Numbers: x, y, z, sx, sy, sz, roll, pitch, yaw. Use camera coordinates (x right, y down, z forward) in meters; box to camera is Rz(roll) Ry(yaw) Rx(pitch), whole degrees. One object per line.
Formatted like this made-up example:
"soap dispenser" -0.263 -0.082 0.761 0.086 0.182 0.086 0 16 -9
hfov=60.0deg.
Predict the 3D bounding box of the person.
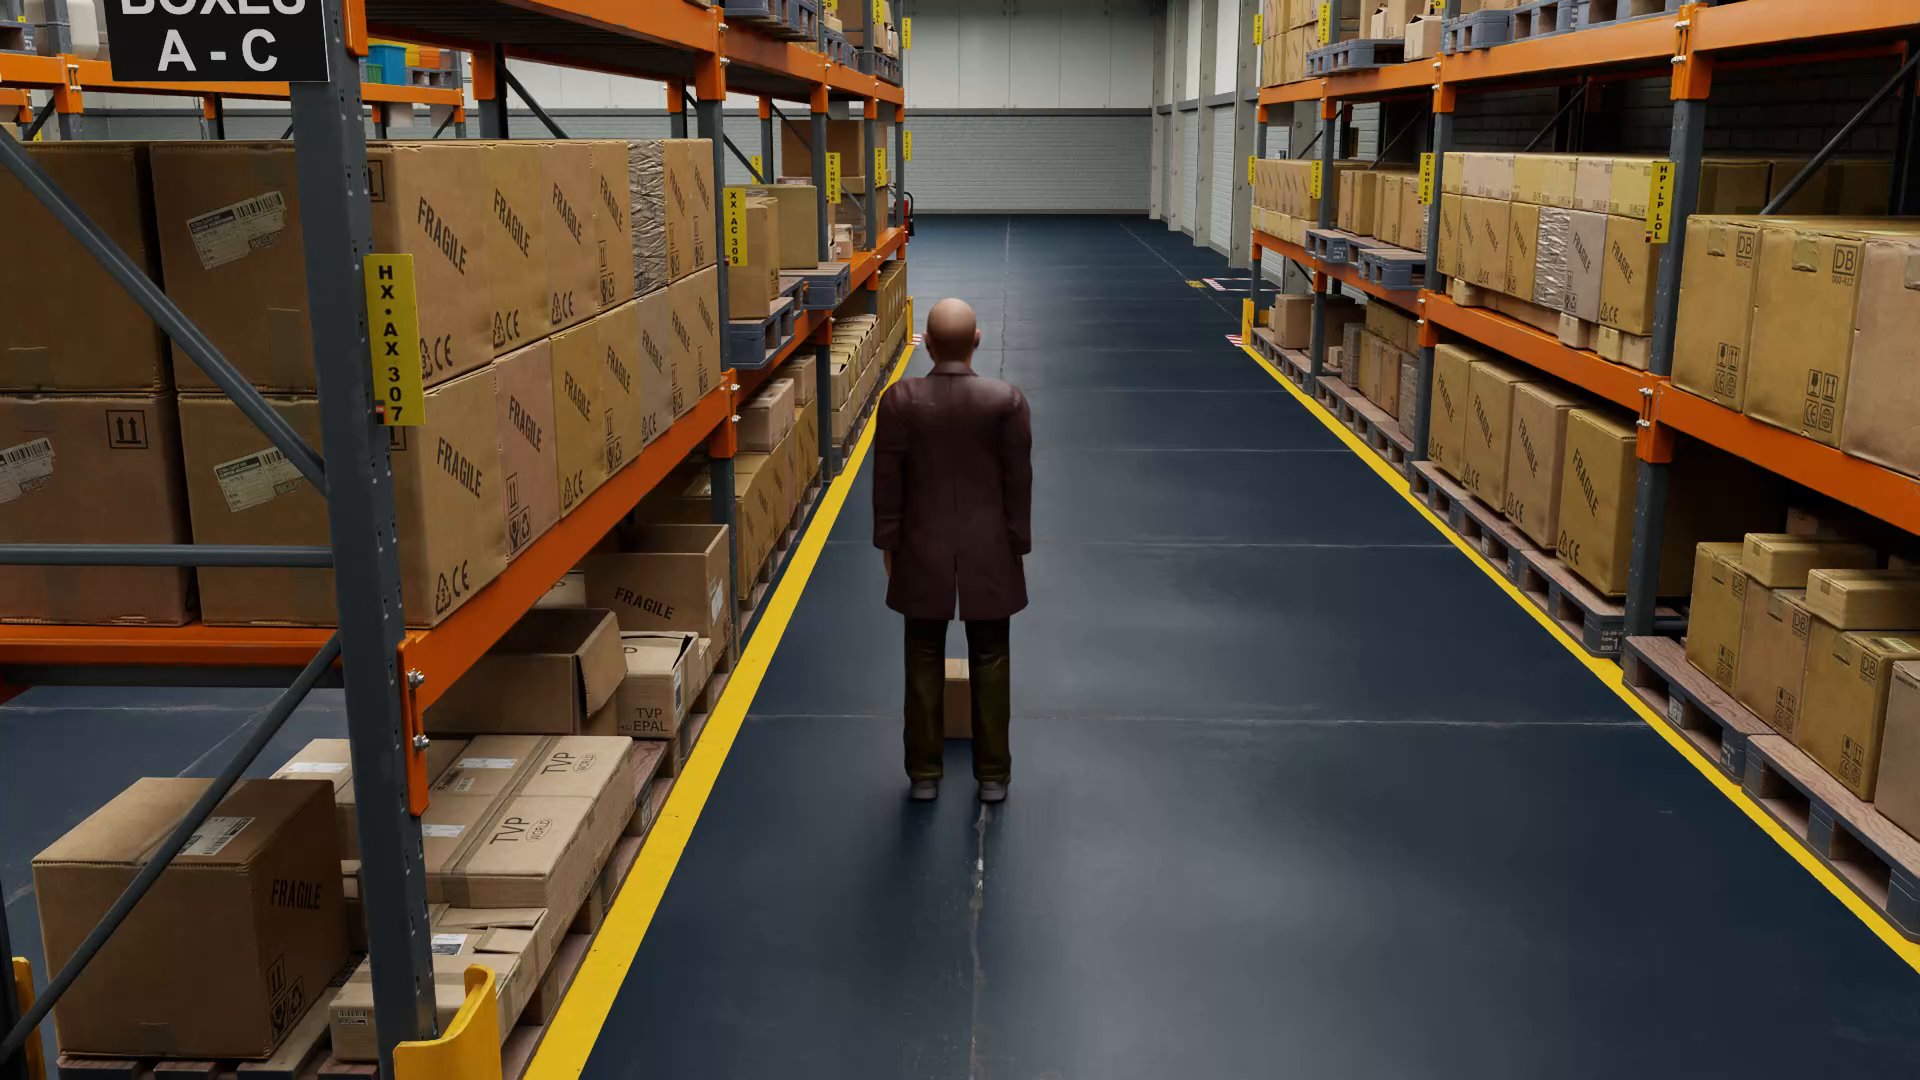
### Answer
"person" -0.028 0.036 5.889 0.562 1.774 0.378 1 14 3
